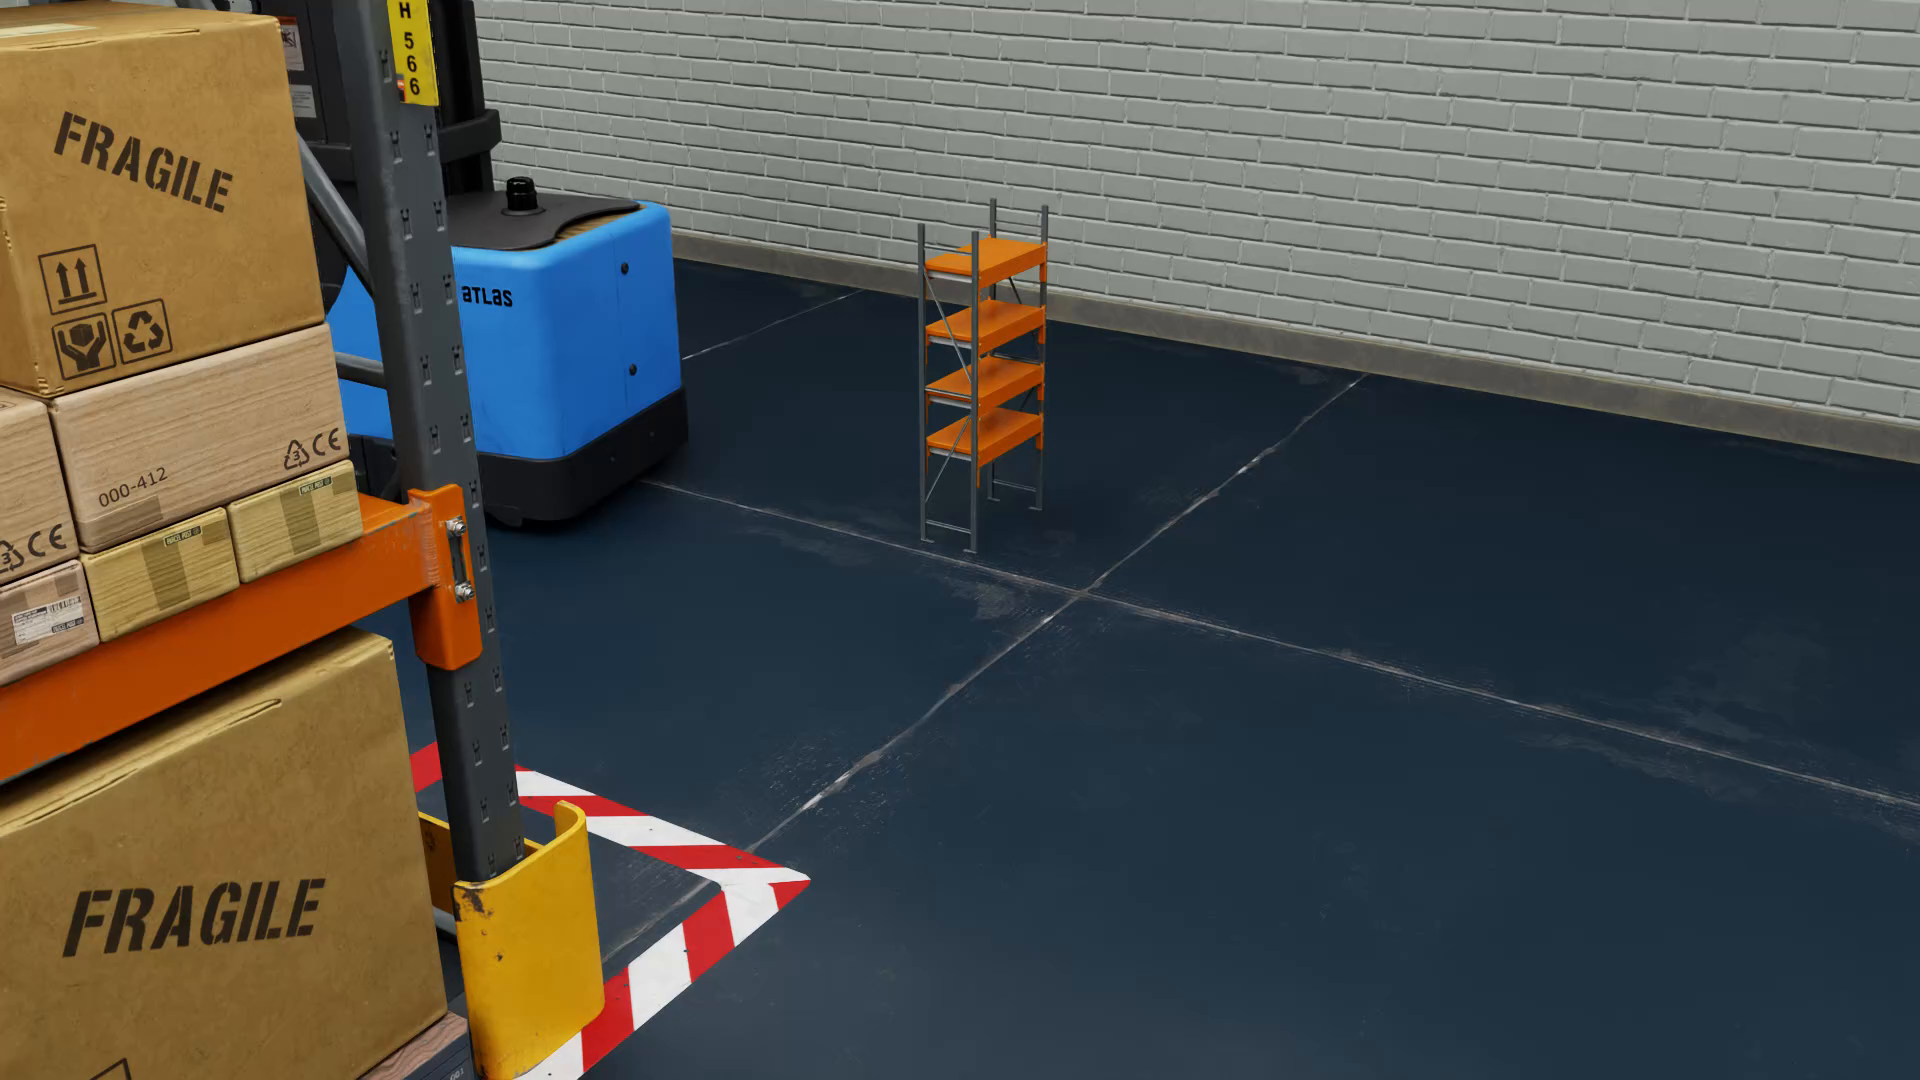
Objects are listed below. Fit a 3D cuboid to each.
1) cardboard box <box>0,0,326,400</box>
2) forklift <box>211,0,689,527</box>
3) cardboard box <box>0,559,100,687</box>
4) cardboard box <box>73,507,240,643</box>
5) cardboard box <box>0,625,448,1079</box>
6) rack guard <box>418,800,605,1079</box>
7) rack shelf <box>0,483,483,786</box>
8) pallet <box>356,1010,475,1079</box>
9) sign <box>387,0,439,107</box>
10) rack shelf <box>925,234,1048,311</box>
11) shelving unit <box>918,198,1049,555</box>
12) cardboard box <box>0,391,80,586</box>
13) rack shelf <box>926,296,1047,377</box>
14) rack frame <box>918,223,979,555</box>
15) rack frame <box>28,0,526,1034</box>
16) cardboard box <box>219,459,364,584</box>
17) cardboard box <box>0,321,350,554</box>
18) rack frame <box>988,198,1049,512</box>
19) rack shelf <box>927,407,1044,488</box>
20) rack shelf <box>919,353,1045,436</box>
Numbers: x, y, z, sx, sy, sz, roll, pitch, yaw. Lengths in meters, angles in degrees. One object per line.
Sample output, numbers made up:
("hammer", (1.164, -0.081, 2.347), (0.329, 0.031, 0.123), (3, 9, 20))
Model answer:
("cardboard box", (-1.419, -0.570, 2.661), (0.500, 0.500, 0.500), (14, 27, 30))
("forklift", (-2.722, -1.739, 6.578), (3.031, 2.935, 1.130), (8, 25, 18))
("cardboard box", (-1.563, 0.100, 2.559), (0.380, 0.149, 0.250), (14, 27, 29))
("cardboard box", (-1.429, 0.015, 2.755), (0.380, 0.149, 0.250), (14, 27, 29))
("cardboard box", (-1.655, 0.638, 3.147), (0.875, 0.875, 0.875), (14, 27, 29))
("rack guard", (-1.373, 0.762, 3.861), (1.175, 0.500, 0.348), (14, 27, 29))
("rack shelf", (-2.441, 0.628, 1.930), (1.077, 0.370, 4.000), (14, 27, 29))
("pallet", (-1.741, 1.189, 3.239), (1.003, 0.211, 1.213), (14, 27, 29))
("sign", (-0.932, -0.899, 2.795), (0.100, 0.325, 0.005), (14, 27, 29))
("rack shelf", (0.087, -0.967, 5.985), (0.258, 0.148, 0.480), (14, 27, 29))
("shelving unit", (0.087, -0.606, 6.141), (0.258, 1.200, 0.503), (14, 27, 29))
("cardboard box", (-1.684, -0.055, 2.415), (0.500, 0.250, 0.500), (13, 27, 28))
("rack shelf", (0.087, -0.750, 6.079), (0.258, 0.148, 0.480), (14, 27, 29))
("rack frame", (-0.041, -0.524, 5.950), (0.240, 1.200, 0.015), (14, 27, 29))
("rack frame", (-1.386, -0.377, 3.346), (1.000, 3.000, 0.127), (14, 27, 29))
("cardboard box", (-1.294, -0.073, 2.959), (0.380, 0.149, 0.250), (14, 27, 30))
("cardboard box", (-1.416, -0.226, 2.810), (0.500, 0.250, 0.500), (13, 27, 28))
("rack frame", (0.216, -0.689, 6.331), (0.240, 1.200, 0.015), (14, 27, 29))
("rack shelf", (0.087, -0.363, 6.246), (0.258, 0.148, 0.480), (14, 27, 29))
("rack shelf", (0.087, -0.545, 6.167), (0.258, 0.148, 0.480), (14, 27, 29))
